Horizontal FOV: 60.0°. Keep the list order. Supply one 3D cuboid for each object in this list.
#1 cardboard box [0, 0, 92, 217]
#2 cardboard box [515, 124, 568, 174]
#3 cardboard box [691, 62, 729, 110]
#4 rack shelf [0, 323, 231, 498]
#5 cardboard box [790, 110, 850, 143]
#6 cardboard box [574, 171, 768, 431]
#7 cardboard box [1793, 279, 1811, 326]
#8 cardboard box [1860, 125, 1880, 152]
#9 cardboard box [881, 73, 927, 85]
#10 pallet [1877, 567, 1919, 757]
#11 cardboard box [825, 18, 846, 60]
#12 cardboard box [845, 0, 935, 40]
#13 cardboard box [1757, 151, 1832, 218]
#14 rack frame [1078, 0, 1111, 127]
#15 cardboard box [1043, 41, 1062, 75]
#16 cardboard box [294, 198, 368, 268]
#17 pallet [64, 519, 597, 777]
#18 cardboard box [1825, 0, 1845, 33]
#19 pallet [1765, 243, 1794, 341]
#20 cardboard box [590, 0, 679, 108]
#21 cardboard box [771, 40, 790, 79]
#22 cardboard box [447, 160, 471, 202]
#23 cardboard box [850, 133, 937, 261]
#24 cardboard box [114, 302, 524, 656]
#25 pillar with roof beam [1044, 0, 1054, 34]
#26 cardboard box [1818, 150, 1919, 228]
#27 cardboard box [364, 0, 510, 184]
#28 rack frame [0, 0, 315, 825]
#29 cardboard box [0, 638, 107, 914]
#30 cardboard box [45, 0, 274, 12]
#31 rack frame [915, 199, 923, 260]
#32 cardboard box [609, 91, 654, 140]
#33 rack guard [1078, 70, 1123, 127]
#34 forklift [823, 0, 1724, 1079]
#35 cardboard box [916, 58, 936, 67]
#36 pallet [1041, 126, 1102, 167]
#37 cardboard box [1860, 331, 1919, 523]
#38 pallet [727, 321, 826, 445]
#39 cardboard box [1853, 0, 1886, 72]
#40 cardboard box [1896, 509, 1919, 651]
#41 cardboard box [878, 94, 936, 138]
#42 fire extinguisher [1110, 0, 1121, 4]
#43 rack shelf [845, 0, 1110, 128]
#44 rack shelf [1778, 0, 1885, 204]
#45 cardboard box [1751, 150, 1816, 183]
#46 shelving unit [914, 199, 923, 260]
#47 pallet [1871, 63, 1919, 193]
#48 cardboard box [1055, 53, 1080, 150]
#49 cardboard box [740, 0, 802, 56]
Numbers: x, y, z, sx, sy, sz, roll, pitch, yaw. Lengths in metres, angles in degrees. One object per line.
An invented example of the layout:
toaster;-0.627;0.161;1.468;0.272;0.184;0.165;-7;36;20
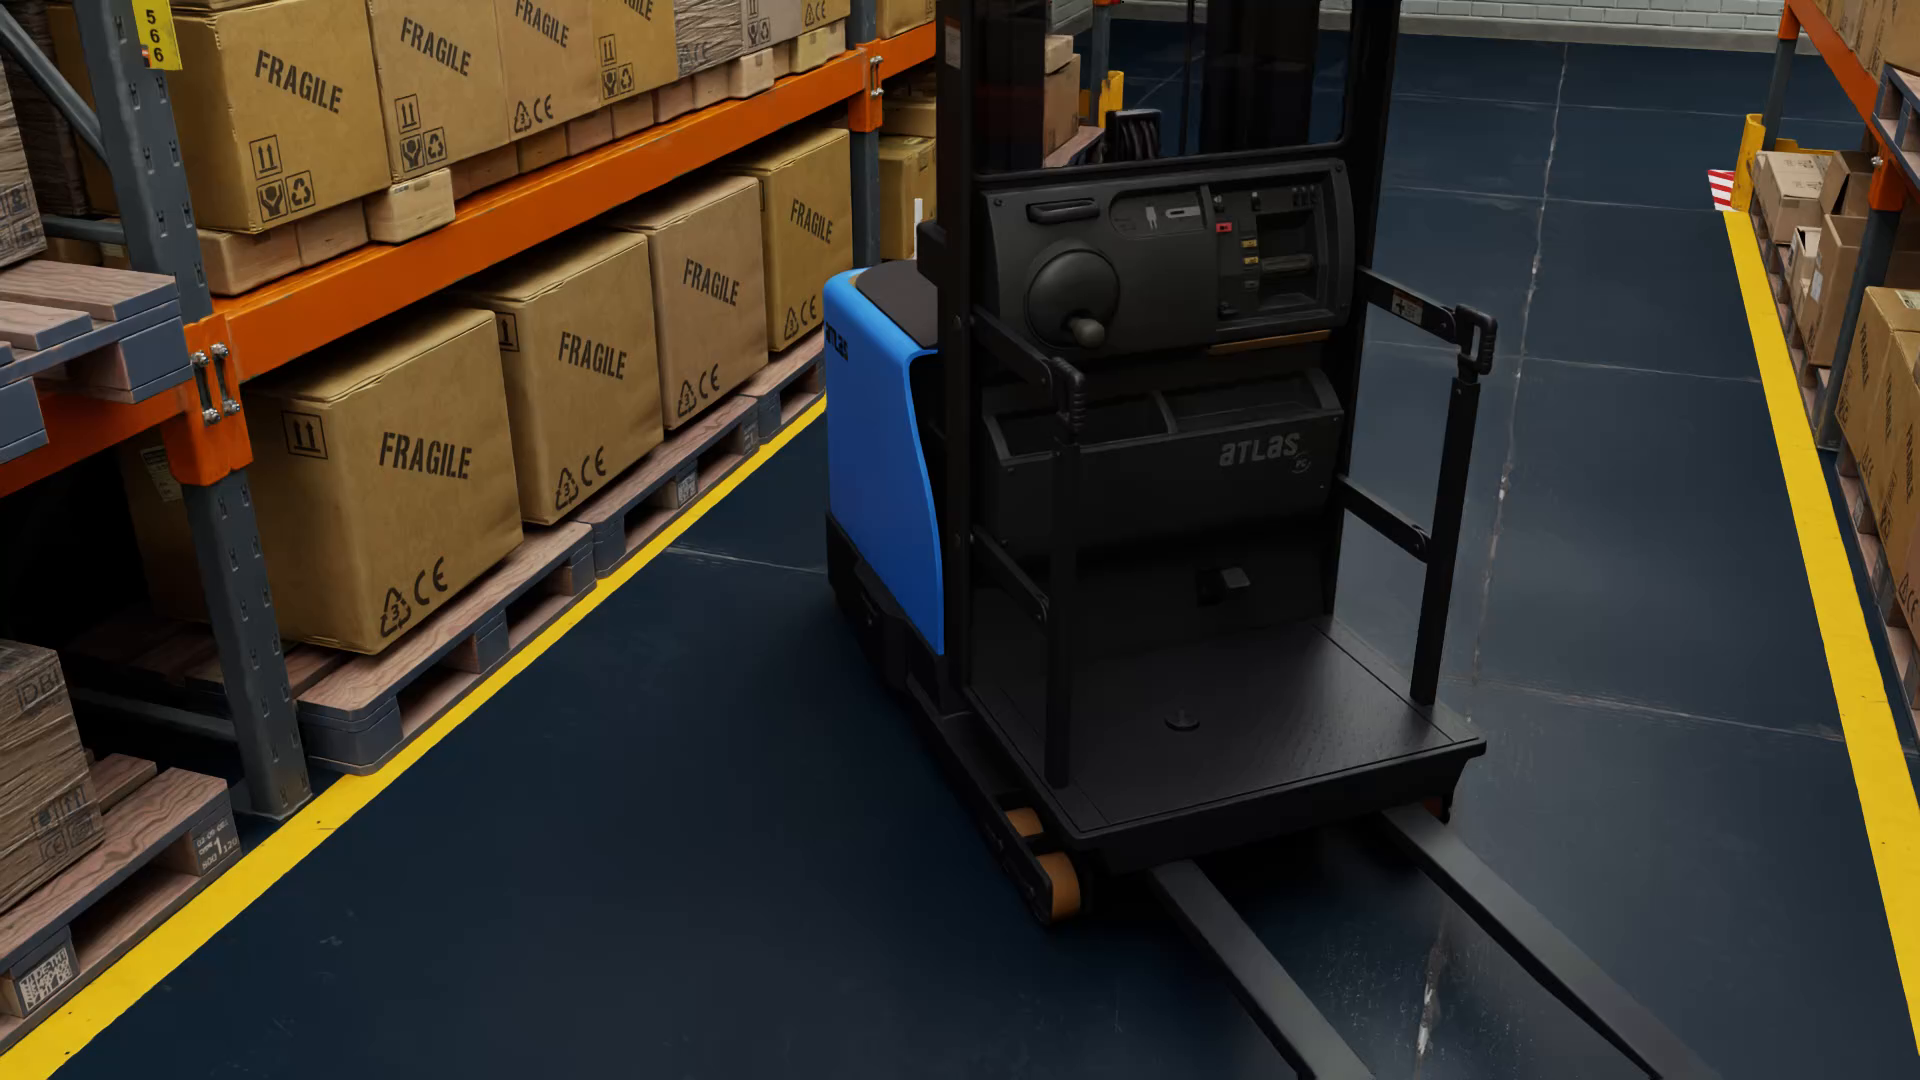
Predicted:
cardboard box;-2.274;-1.140;4.184;0.500;0.500;0.500;9;27;18
cardboard box;-1.452;-1.251;5.156;0.380;0.149;0.250;9;27;18
cardboard box;-1.063;-1.665;6.012;0.380;0.149;0.250;9;27;17
rack shelf;-2.848;0.425;2.255;1.077;0.370;4.000;9;27;17
cardboard box;-0.741;-1.982;8.043;0.380;0.149;0.250;9;27;17
cardboard box;-1.238;-0.934;6.222;0.750;0.750;0.750;10;27;19
cardboard box;3.812;-1.000;7.140;0.380;0.149;0.250;9;27;17
cardboard box;5.204;-2.105;9.019;0.500;0.500;0.500;9;27;17
cardboard box;-0.396;-2.410;8.929;0.380;0.149;0.250;9;27;18
pallet;3.182;0.451;4.577;1.003;0.211;1.213;9;27;17
cardboard box;-0.697;-2.080;6.869;0.380;0.149;0.250;9;27;18
cardboard box;-0.655;-2.720;7.581;0.980;0.700;0.700;9;27;18
cardboard box;4.538;-1.864;8.807;0.500;0.250;0.500;9;27;17
rack frame;0.480;-4.008;10.586;1.000;3.000;0.127;9;27;17
cardboard box;0.386;-2.877;9.893;0.380;0.149;0.250;9;27;19
cardboard box;-1.762;-0.820;4.267;0.380;0.149;0.250;9;27;18
pallet;-1.849;0.222;5.050;1.003;0.211;1.213;9;27;17
cardboard box;4.252;-2.568;7.497;0.500;0.500;0.500;9;27;18
pallet;4.455;-1.177;7.939;1.003;0.211;1.213;9;27;17
cardboard box;-1.264;-1.703;5.347;0.500;0.500;0.500;10;27;19
cardboard box;-0.887;-1.873;6.442;0.380;0.149;0.250;10;27;19
cardboard box;-1.626;-1.038;4.718;0.380;0.149;0.250;8;27;17
cardboard box;-0.506;-1.720;8.248;0.700;0.500;0.500;9;27;18
cardboard box;-1.814;-0.225;4.757;0.750;0.750;0.750;8;27;17
pillar with roof beam;4.622;-7.319;10.539;9.100;9.000;0.400;9;27;17
cardboard box;4.442;-1.494;7.754;0.797;0.503;0.637;9;27;17
cardboard box;-1.596;-1.284;4.482;0.500;0.500;0.500;10;27;19
rack frame;-2.182;-0.720;3.795;1.000;3.000;0.127;9;27;17
cardboard box;-2.373;0.510;3.618;0.700;0.500;0.500;9;27;18
cardboard box;-1.778;-1.407;3.874;0.500;0.250;0.500;9;27;19
rack frame;-0.026;-0.508;5.422;0.240;1.200;0.015;9;27;17
cardboard box;-1.260;-1.457;5.582;0.380;0.149;0.250;10;27;19
rack guard;0.488;-2.893;11.151;1.175;0.500;0.348;9;27;17
forklift;0.583;-0.629;3.685;1.130;2.935;3.031;-10;27;-19
cardboard box;-0.226;-2.621;9.363;0.380;0.149;0.250;9;27;18
pallet;0.288;-2.413;10.491;1.003;0.211;1.213;9;27;17
cardboard box;3.264;-0.336;5.365;0.500;0.500;0.500;9;27;18
pallet;-1.037;-0.781;7.121;1.003;0.211;1.213;9;27;17
cardboard box;3.916;-2.147;6.627;0.500;0.500;0.500;10;27;19
cardboard box;2.922;0.076;4.514;0.500;0.500;0.500;8;27;15
cardboard box;-0.219;-2.127;8.342;0.380;0.149;0.250;10;27;19
fire extinguisher;0.965;-3.800;10.673;0.296;0.674;0.183;9;27;17
rack shelf;-0.185;-2.862;9.045;1.077;0.370;4.000;9;27;17
rack shelf;4.487;-2.145;7.564;1.077;0.370;4.000;9;27;17
cardboard box;4.689;-2.084;9.378;0.380;0.149;0.250;9;27;17
shelving unit;0.055;-0.608;5.629;0.258;1.200;0.503;9;27;17
pallet;3.453;-1.248;5.106;1.003;0.211;1.213;9;27;17
cardboard box;0.341;-2.770;10.415;0.700;0.500;0.500;9;27;17
cardboard box;-0.927;-2.115;6.196;0.500;0.500;0.500;9;27;18
